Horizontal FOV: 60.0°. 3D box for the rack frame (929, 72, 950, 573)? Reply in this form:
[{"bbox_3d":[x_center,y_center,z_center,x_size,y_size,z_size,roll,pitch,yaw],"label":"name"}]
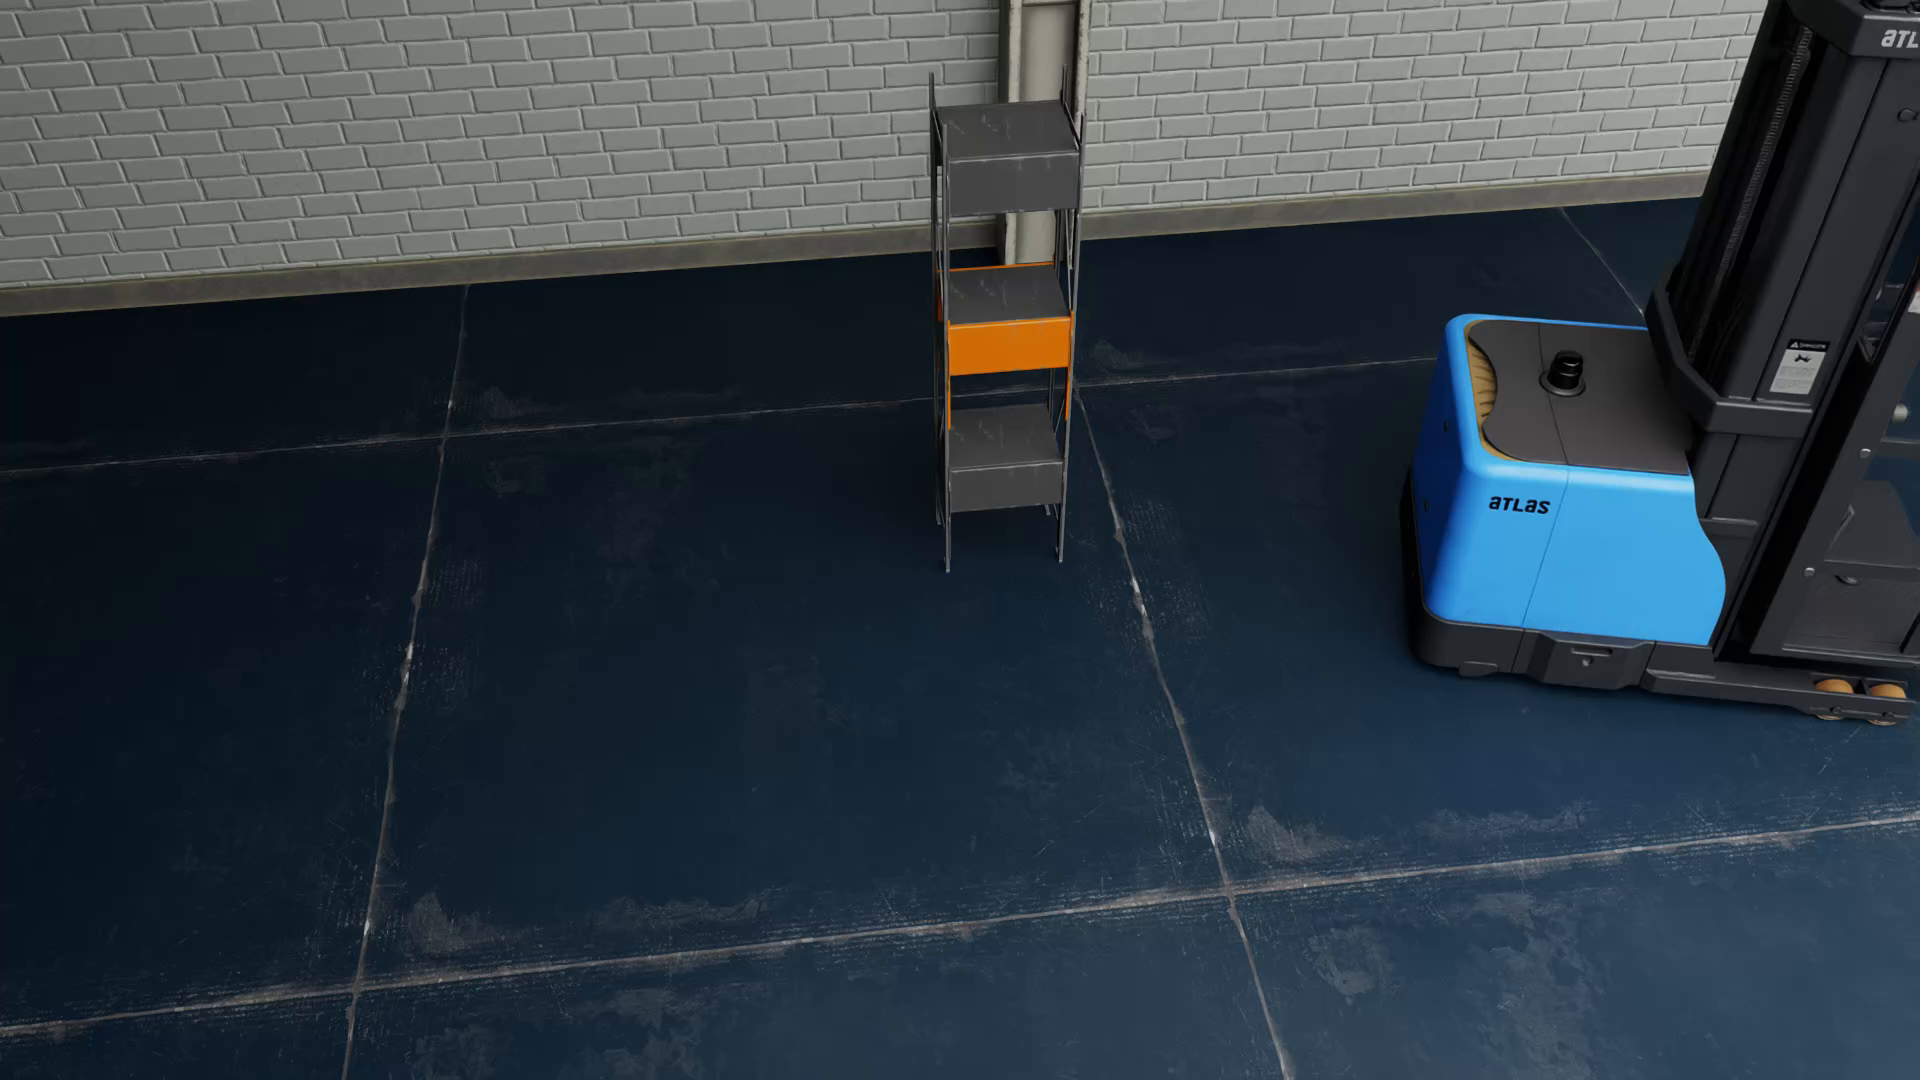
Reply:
[{"bbox_3d":[-0.078,-0.773,6.539,0.015,2.100,0.400,-5,42,-6],"label":"rack frame"}]

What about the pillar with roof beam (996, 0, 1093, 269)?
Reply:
[{"bbox_3d":[0.968,-2.013,2.763,0.400,9.000,9.100,-5,42,-6],"label":"pillar with roof beam"}]

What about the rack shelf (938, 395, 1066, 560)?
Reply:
[{"bbox_3d":[0.164,-0.264,7.041,0.480,0.518,0.431,-5,42,-6],"label":"rack shelf"}]

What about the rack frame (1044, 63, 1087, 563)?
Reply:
[{"bbox_3d":[0.406,-0.815,6.586,0.015,2.100,0.400,-5,42,-6],"label":"rack frame"}]

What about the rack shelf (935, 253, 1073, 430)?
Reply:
[{"bbox_3d":[0.164,-0.784,6.572,0.480,0.518,0.431,-5,42,-6],"label":"rack shelf"}]

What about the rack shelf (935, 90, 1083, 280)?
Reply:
[{"bbox_3d":[0.164,-1.304,6.103,0.480,0.518,0.431,-5,42,-6],"label":"rack shelf"}]

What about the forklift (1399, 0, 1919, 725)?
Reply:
[{"bbox_3d":[3.368,-0.752,5.895,3.031,2.935,1.130,5,42,6],"label":"forklift"}]

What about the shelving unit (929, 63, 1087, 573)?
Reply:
[{"bbox_3d":[0.164,-0.794,6.563,0.503,2.100,0.431,-5,42,-6],"label":"shelving unit"}]
